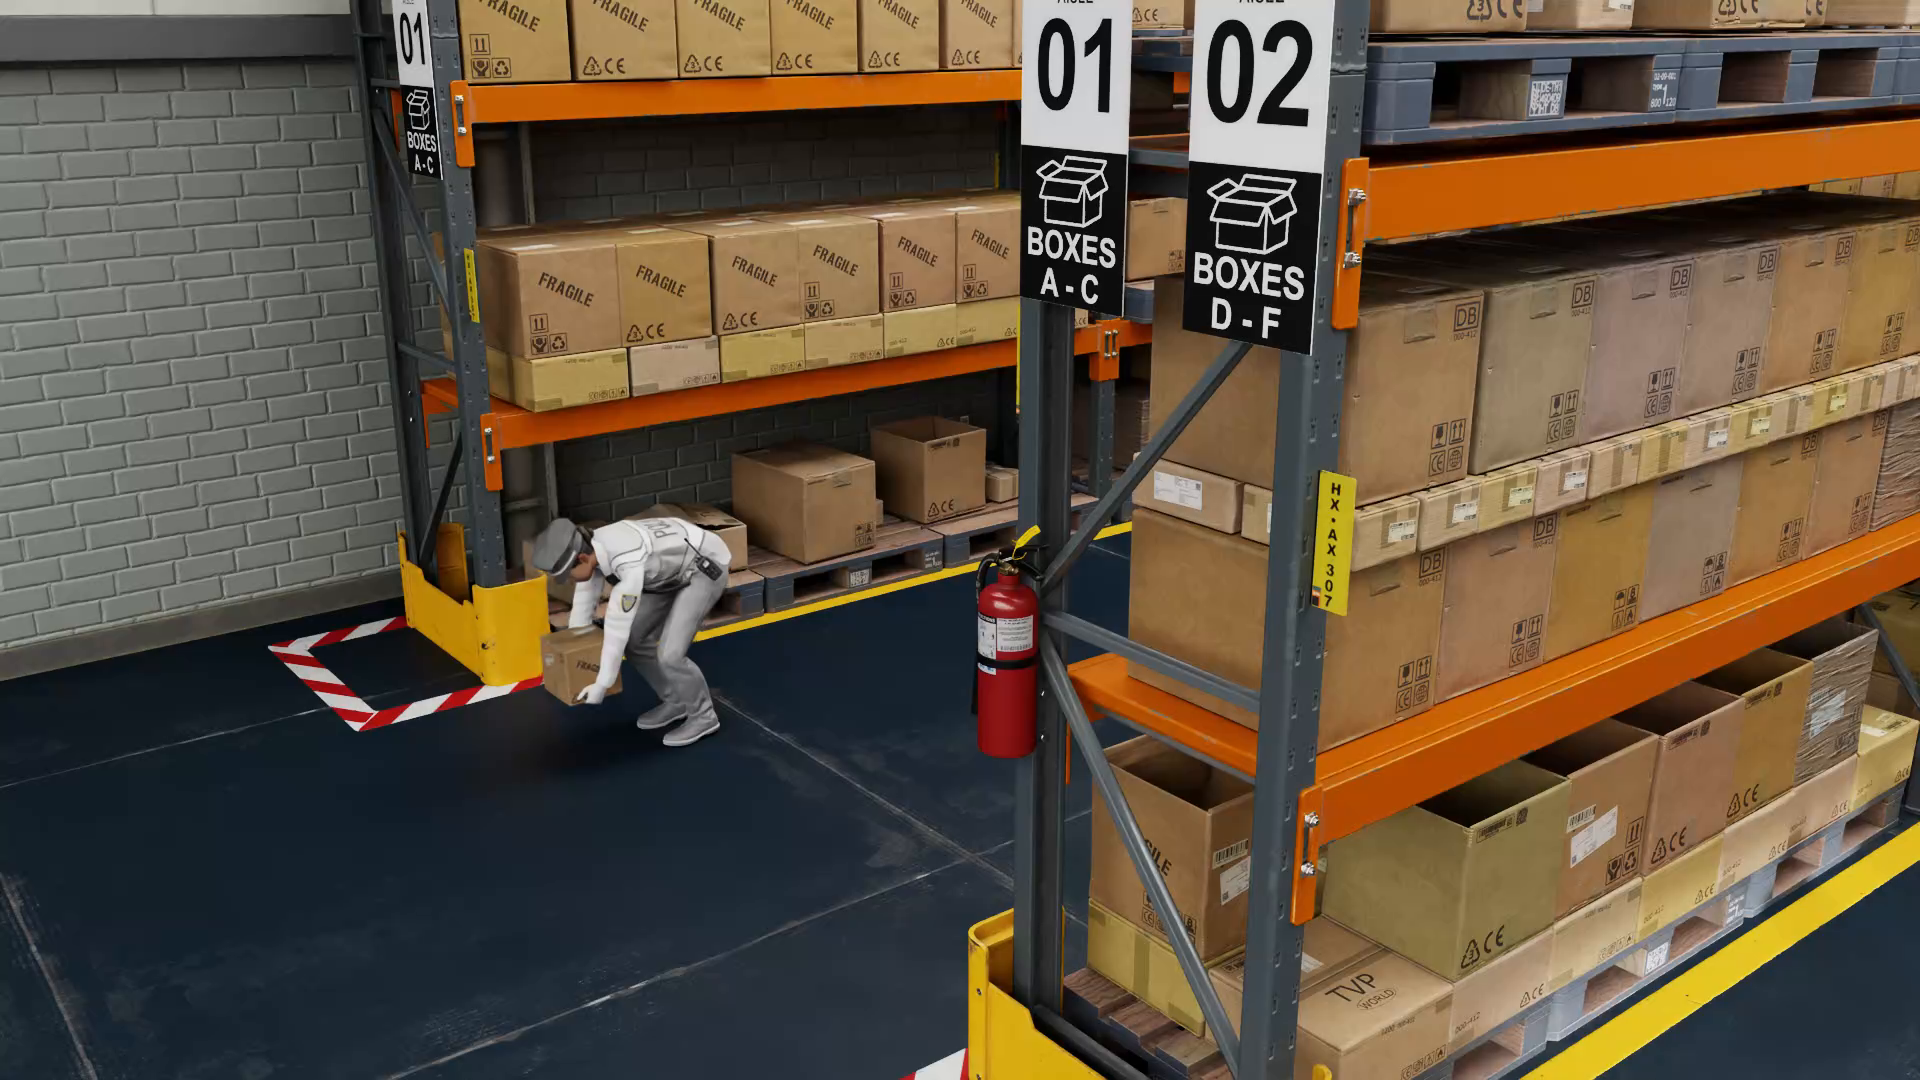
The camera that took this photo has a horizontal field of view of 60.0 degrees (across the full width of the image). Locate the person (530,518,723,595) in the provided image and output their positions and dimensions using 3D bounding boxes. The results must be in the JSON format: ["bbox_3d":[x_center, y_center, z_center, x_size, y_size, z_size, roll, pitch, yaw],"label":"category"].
[{"bbox_3d":[-1.421,0.040,7.174,0.910,0.388,0.384,-15,23,-39],"label":"person"}]
